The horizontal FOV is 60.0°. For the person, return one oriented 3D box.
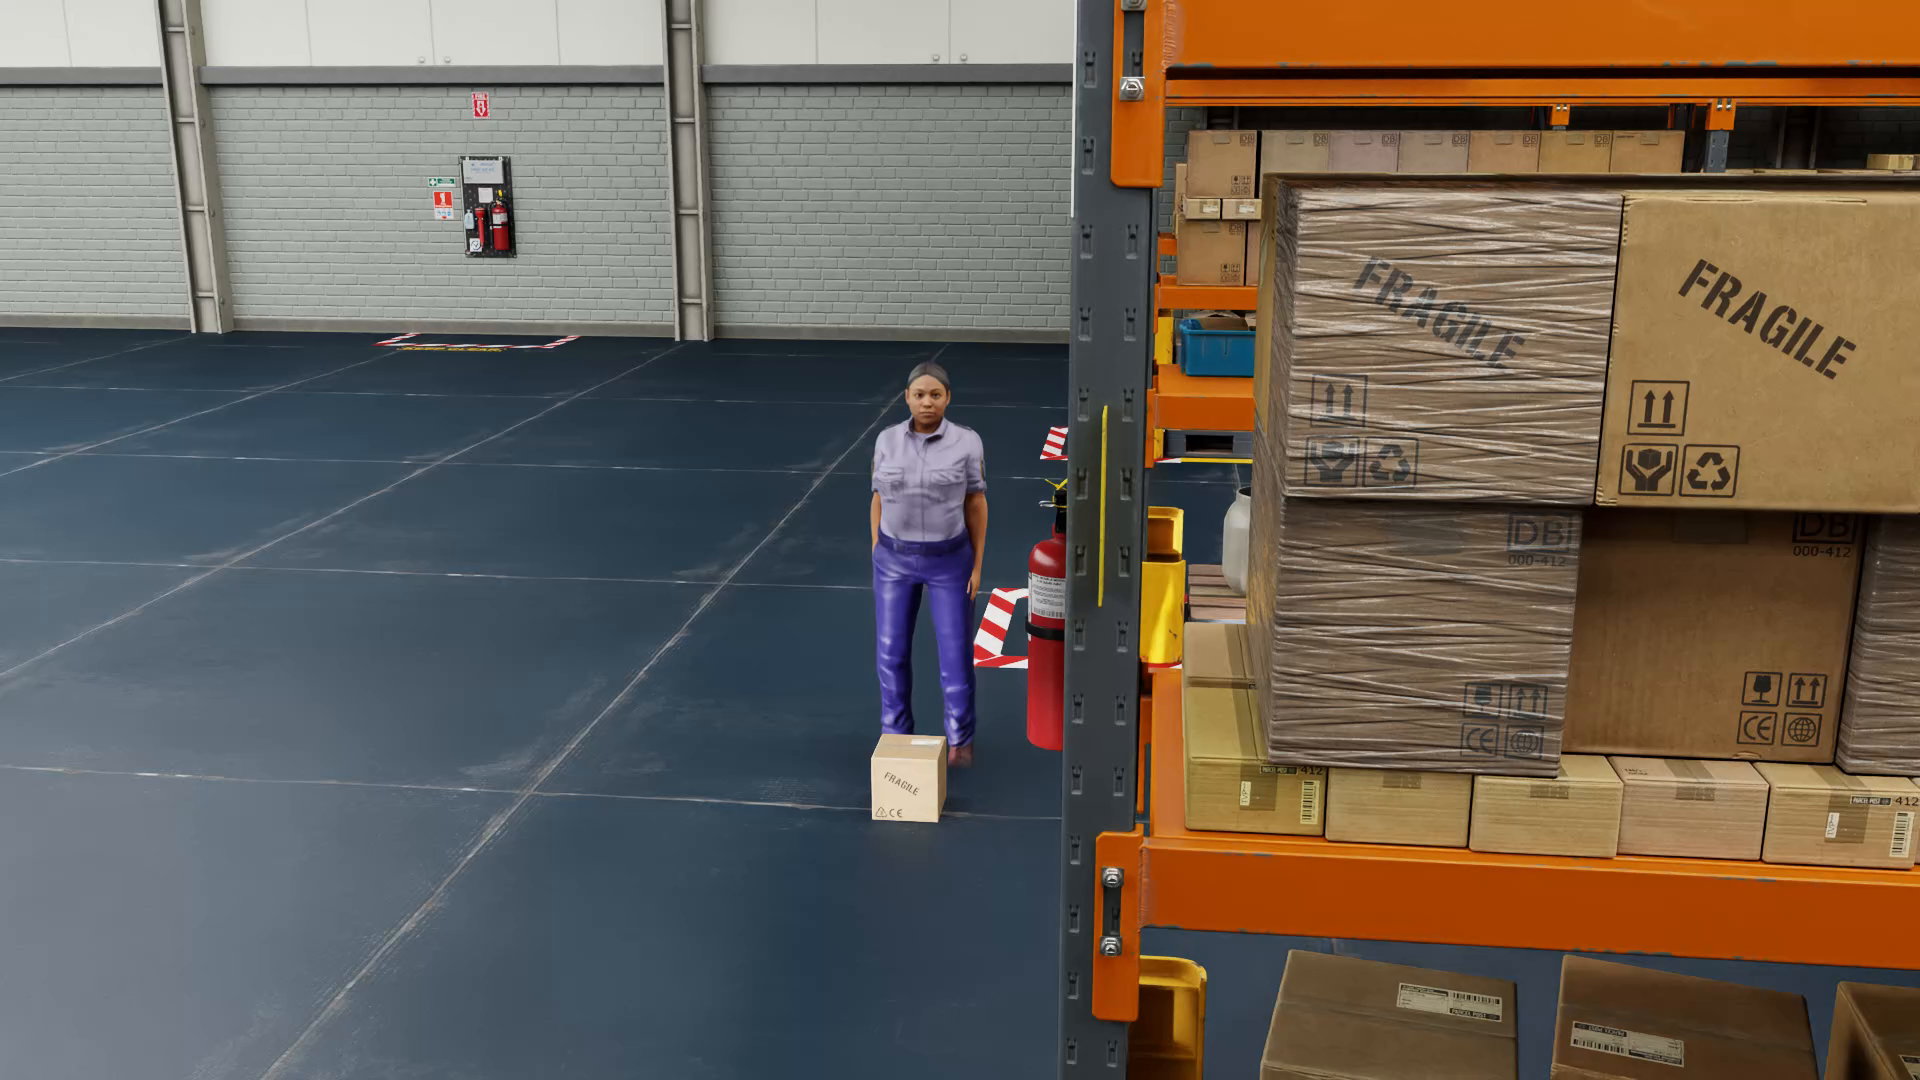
[{"bbox_3d":[-0.127,0.133,6.611,0.467,1.685,0.354,2,15,8],"label":"person"}]
